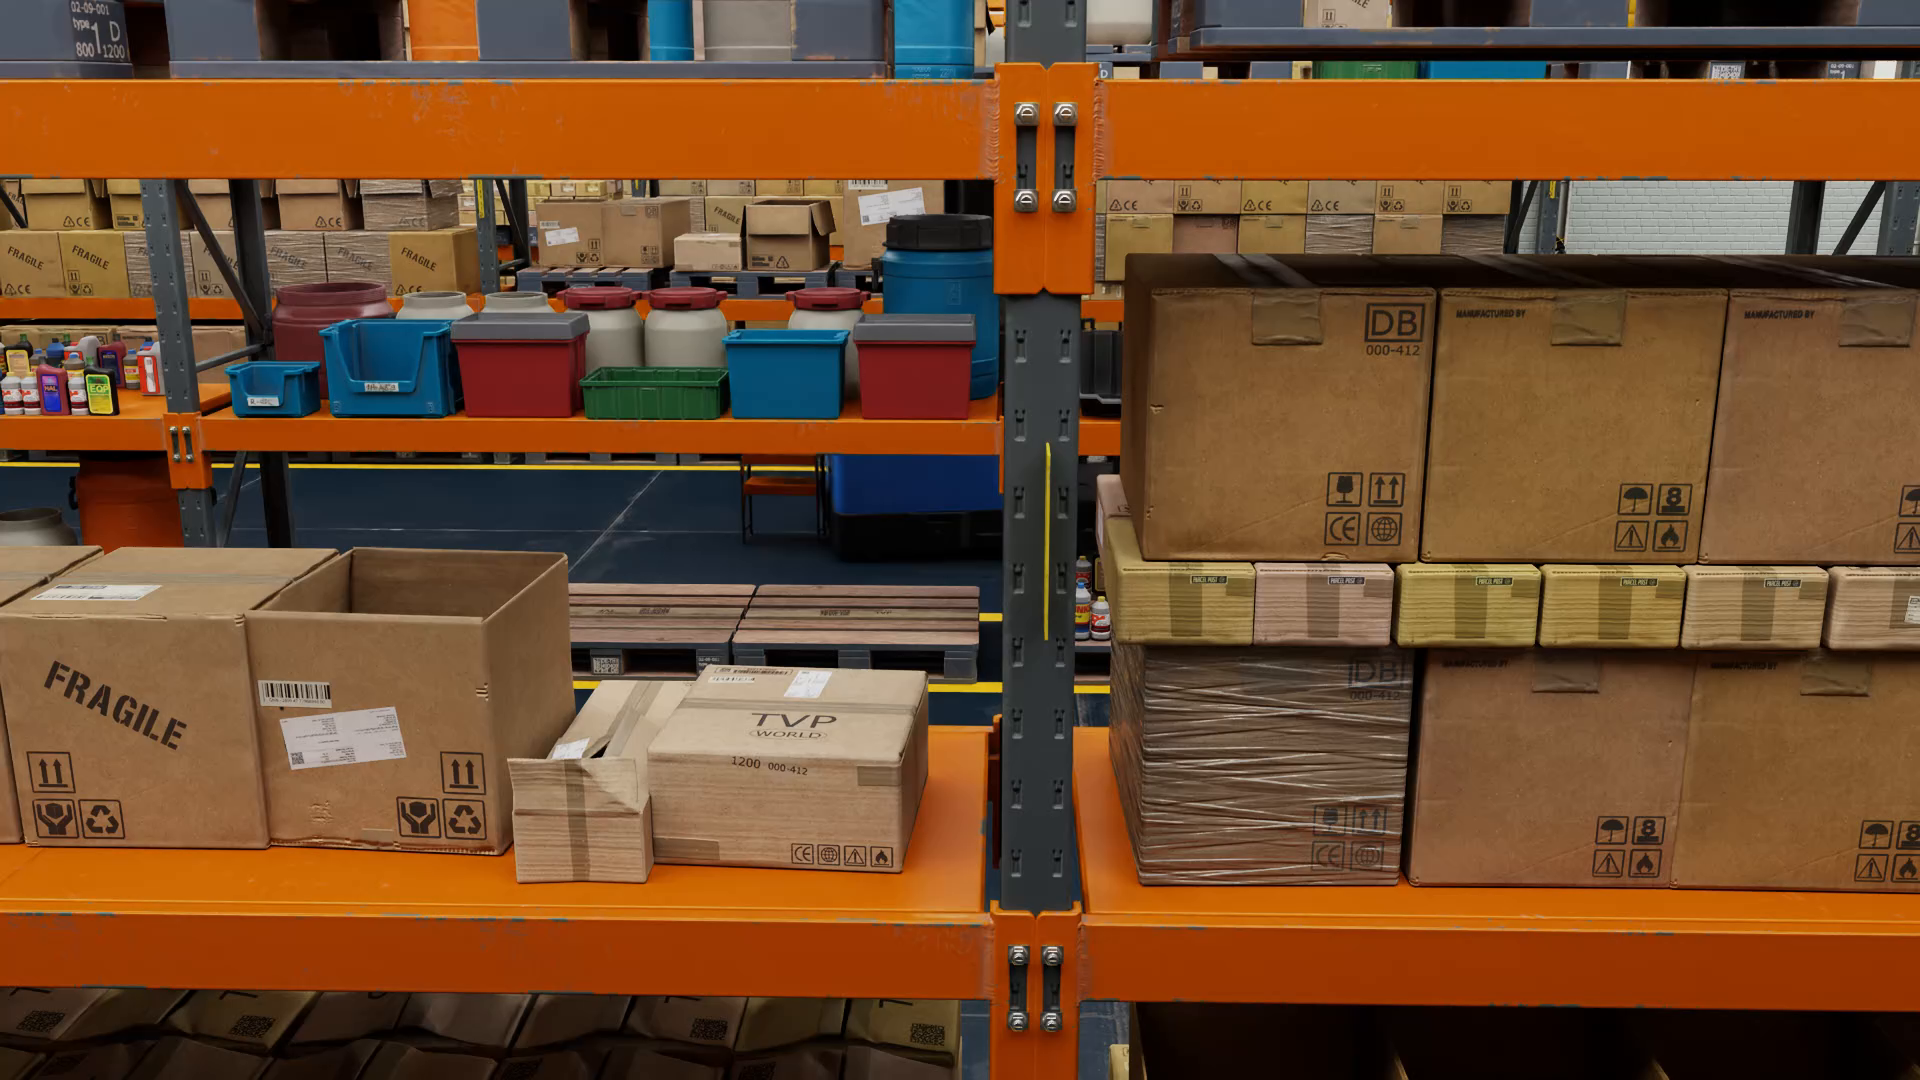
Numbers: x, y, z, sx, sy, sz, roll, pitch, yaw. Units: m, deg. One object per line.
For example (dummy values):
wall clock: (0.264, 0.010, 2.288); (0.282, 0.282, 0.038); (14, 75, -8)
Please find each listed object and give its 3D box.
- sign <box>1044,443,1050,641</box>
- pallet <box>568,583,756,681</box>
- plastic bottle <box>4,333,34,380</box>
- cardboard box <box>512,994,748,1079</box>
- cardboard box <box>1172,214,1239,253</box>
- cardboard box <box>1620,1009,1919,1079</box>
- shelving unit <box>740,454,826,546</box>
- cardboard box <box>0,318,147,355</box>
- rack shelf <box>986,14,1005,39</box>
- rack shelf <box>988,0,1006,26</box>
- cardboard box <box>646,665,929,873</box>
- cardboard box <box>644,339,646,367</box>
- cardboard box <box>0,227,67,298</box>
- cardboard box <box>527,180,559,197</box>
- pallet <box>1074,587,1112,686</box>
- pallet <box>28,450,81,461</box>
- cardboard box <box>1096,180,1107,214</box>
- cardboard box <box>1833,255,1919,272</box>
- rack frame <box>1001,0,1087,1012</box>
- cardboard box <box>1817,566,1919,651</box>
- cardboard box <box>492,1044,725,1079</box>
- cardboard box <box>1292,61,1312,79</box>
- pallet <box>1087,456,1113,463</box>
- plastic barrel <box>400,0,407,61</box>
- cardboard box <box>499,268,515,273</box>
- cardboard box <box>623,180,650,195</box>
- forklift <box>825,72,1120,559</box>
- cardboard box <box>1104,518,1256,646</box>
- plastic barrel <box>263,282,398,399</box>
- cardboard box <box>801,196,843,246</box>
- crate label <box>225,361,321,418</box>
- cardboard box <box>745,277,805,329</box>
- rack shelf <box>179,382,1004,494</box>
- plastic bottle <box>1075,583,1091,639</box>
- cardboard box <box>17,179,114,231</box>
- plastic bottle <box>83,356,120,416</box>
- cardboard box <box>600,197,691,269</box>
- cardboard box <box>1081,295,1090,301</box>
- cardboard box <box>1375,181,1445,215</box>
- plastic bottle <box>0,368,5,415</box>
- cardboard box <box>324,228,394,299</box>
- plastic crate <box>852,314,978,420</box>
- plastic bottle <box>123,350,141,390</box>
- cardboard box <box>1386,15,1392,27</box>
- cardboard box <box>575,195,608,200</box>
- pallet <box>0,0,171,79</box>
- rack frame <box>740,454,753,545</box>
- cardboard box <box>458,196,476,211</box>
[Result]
sign: (0.148, 0.003, 2.835); (0.005, 0.325, 0.100); (0, 15, 1)
pallet: (-1.726, 0.469, 8.650); (1.213, 0.211, 1.003); (0, 15, 1)
plastic bottle: (-4.966, -0.949, 8.787); (0.133, 0.283, 0.061); (0, 15, 1)
cardboard box: (-0.755, 1.170, 3.992); (0.500, 0.311, 0.500); (0, 15, 1)
cardboard box: (1.859, -2.324, 12.990); (0.500, 0.500, 0.875); (0, 15, 1)
cardboard box: (1.608, 1.239, 3.360); (0.500, 0.500, 0.500); (0, 15, 1)
shelving unit: (-1.140, -0.575, 10.669); (0.503, 1.200, 0.258); (1, 15, 5)
cardboard box: (-6.948, -1.369, 13.491); (0.875, 0.875, 1.225); (0, 15, 2)
rack shelf: (-1.214, -8.306, 26.877); (4.000, 0.370, 1.077); (0, 15, 1)
rack shelf: (-1.337, -7.040, 22.079); (4.000, 0.370, 1.077); (0, 15, 1)
cardboard box: (-0.341, 0.466, 3.487); (0.500, 0.250, 0.500); (1, 15, 5)
cardboard box: (-2.389, -1.536, 13.348); (0.500, 0.250, 0.500); (2, 15, 8)
cardboard box: (-7.135, -2.174, 13.005); (0.500, 0.500, 0.500); (0, 15, 2)
cardboard box: (-4.377, -3.690, 17.450); (0.250, 0.149, 0.380); (1, 15, 3)
pallet: (0.953, 0.486, 8.584); (1.213, 0.211, 1.003); (0, 15, 1)
pallet: (-6.815, -0.858, 13.680); (1.213, 0.211, 1.003); (0, 15, 1)
cardboard box: (0.852, -2.748, 12.638); (0.500, 0.500, 0.500); (0, 15, 1)
cardboard box: (2.101, -0.279, 3.277); (0.500, 0.500, 0.700); (0, 15, 1)
rack frame: (0.152, 0.387, 3.494); (0.053, 2.616, 0.949); (0, 15, 1)
cardboard box: (1.704, 0.082, 3.180); (0.250, 0.149, 0.380); (0, 15, 0)
cardboard box: (-0.780, 1.310, 3.463); (0.500, 0.311, 0.500); (1, 15, 3)
cardboard box: (2.405, -3.441, 12.415); (0.500, 0.250, 0.500); (0, 15, 0)
pallet: (1.081, -0.797, 13.446); (1.213, 0.211, 1.003); (0, 15, 1)
plastic barrel: (-2.901, -2.535, 7.707); (0.600, 0.901, 0.600); (0, 15, 0)
cardboard box: (-5.046, -2.864, 18.421); (0.500, 0.250, 0.500); (0, 15, 2)
cardboard box: (-4.340, -4.804, 22.481); (0.500, 0.250, 0.500); (0, 15, 0)
forklift: (0.654, -1.454, 10.607); (3.031, 2.935, 1.130); (-2, 15, -8)
cardboard box: (0.416, 0.075, 3.208); (0.250, 0.149, 0.380); (0, 15, 1)
plastic barrel: (-3.245, -1.043, 8.648); (0.708, 0.536, 0.600); (0, 15, 1)
cardboard box: (-1.410, -3.397, 17.641); (0.500, 0.500, 0.500); (0, 15, 1)
crate label: (-3.305, -0.724, 8.033); (0.416, 0.233, 0.303); (0, 15, 1)
cardboard box: (-1.881, -2.514, 18.076); (0.750, 0.750, 1.050); (1, 15, 2)
rack shelf: (-1.717, -0.543, 8.426); (4.000, 0.370, 1.077); (0, 15, 1)
plastic bottle: (0.590, 0.343, 8.146); (0.097, 0.271, 0.097); (0, 15, 0)
cardboard box: (-6.950, -2.724, 13.122); (0.637, 0.503, 0.797); (0, 15, 0)
plastic bottle: (-4.131, -0.741, 7.997); (0.133, 0.283, 0.061); (0, 15, 1)
cardboard box: (-2.488, -2.446, 13.213); (0.500, 0.500, 0.700); (3, 15, 10)
cardboard box: (0.866, -1.936, 12.790); (0.250, 0.149, 0.380); (0, 15, 1)
cardboard box: (3.352, -2.732, 12.577); (0.500, 0.500, 0.500); (0, 15, 1)
plastic bottle: (-4.672, -0.743, 8.029); (0.097, 0.271, 0.097); (0, 15, 0)
cardboard box: (-4.588, -2.160, 12.949); (0.500, 0.500, 0.500); (0, 15, 1)
plastic crate: (-0.209, -0.833, 7.993); (0.583, 0.464, 0.402); (0, 15, 1)
plastic bottle: (-4.353, -0.901, 8.764); (0.097, 0.201, 0.097); (0, 15, 0)
cardboard box: (4.290, -5.260, 16.927); (0.250, 0.149, 0.380); (1, 15, 2)
cardboard box: (-3.867, -3.543, 17.476); (0.250, 0.149, 0.380); (1, 15, 3)
pallet: (-2.048, -1.011, 3.283); (1.213, 0.211, 1.003); (1, 15, 4)
rack frame: (-1.383, -0.582, 10.692); (0.015, 1.200, 0.240); (1, 15, 5)
cardboard box: (-5.157, -3.551, 17.506); (0.250, 0.149, 0.380); (1, 15, 3)
